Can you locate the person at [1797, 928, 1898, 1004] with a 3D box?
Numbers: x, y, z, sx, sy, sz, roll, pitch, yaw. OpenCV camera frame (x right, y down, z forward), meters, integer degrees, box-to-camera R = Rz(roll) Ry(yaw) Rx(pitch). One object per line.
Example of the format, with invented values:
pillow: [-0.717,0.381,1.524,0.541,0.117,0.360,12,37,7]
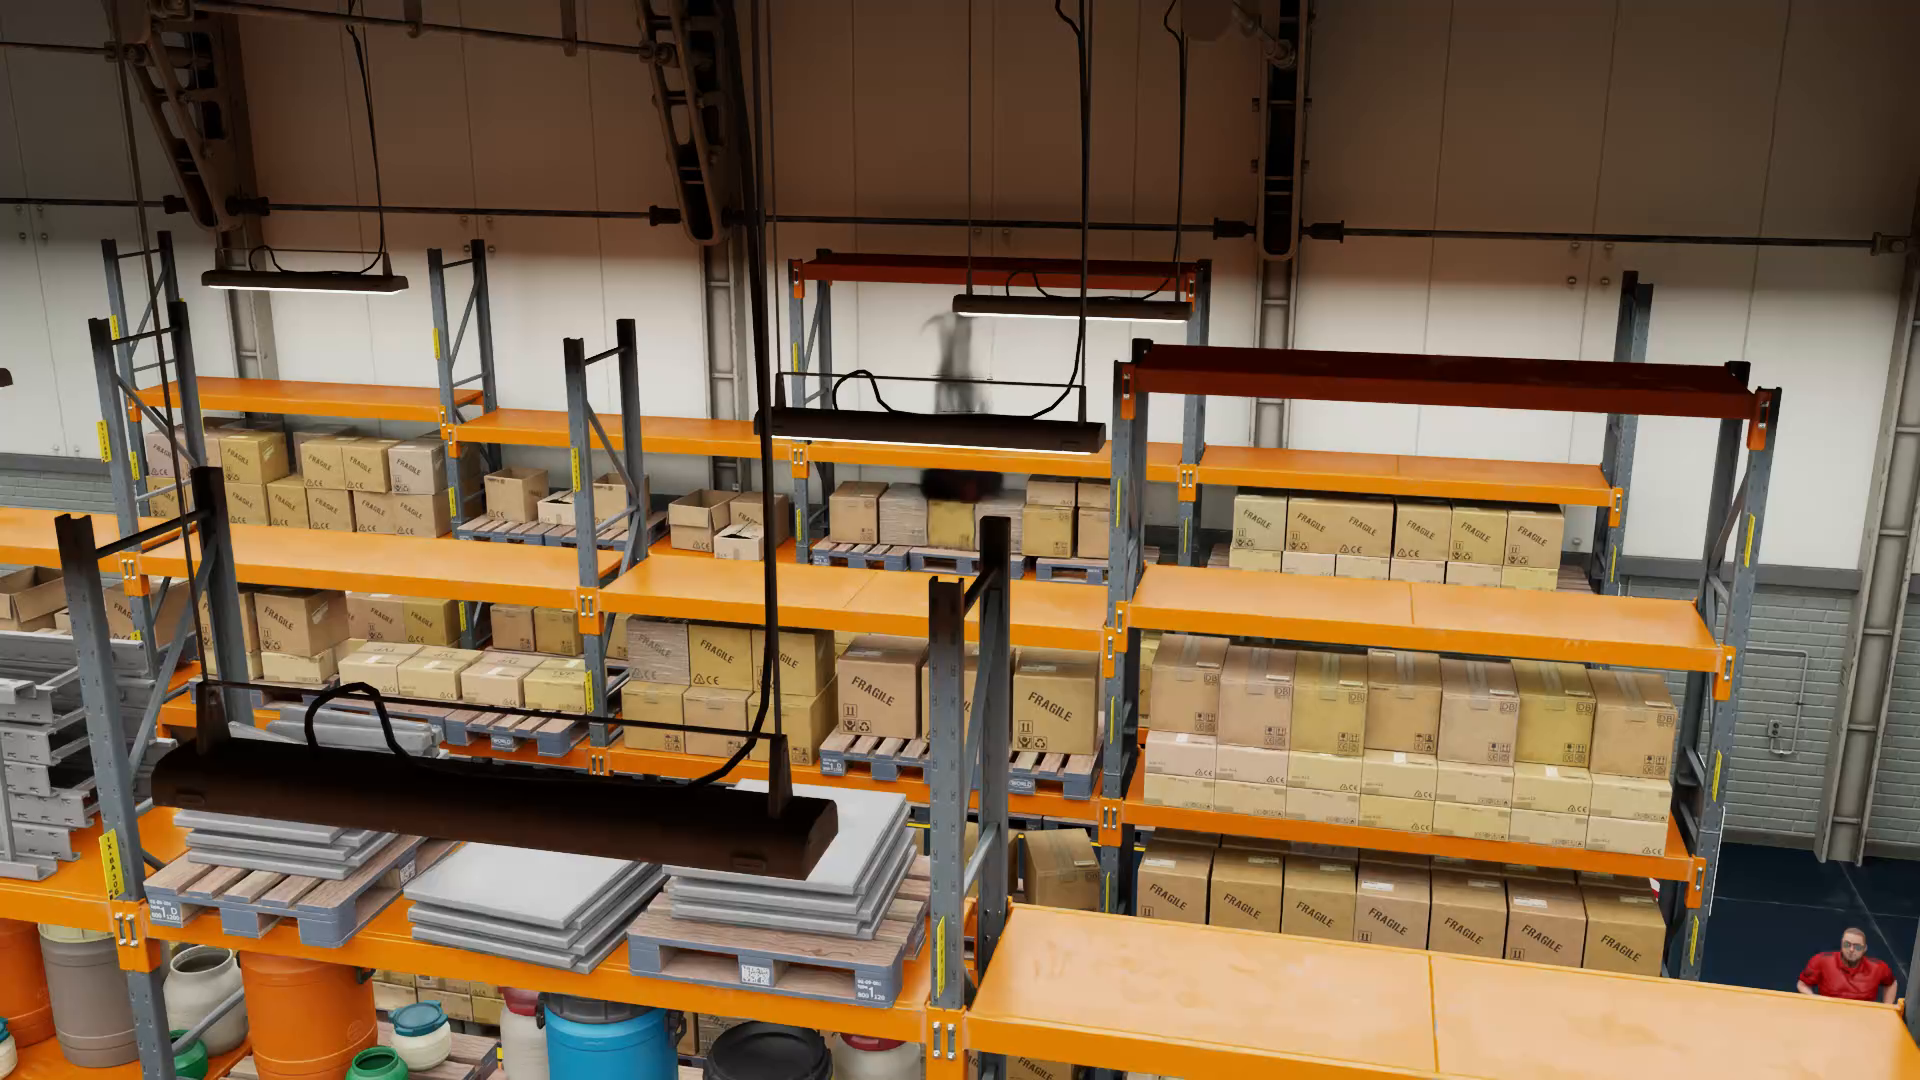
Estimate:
person: [6.694,3.711,12.646,0.673,1.743,0.971,8,18,24]
